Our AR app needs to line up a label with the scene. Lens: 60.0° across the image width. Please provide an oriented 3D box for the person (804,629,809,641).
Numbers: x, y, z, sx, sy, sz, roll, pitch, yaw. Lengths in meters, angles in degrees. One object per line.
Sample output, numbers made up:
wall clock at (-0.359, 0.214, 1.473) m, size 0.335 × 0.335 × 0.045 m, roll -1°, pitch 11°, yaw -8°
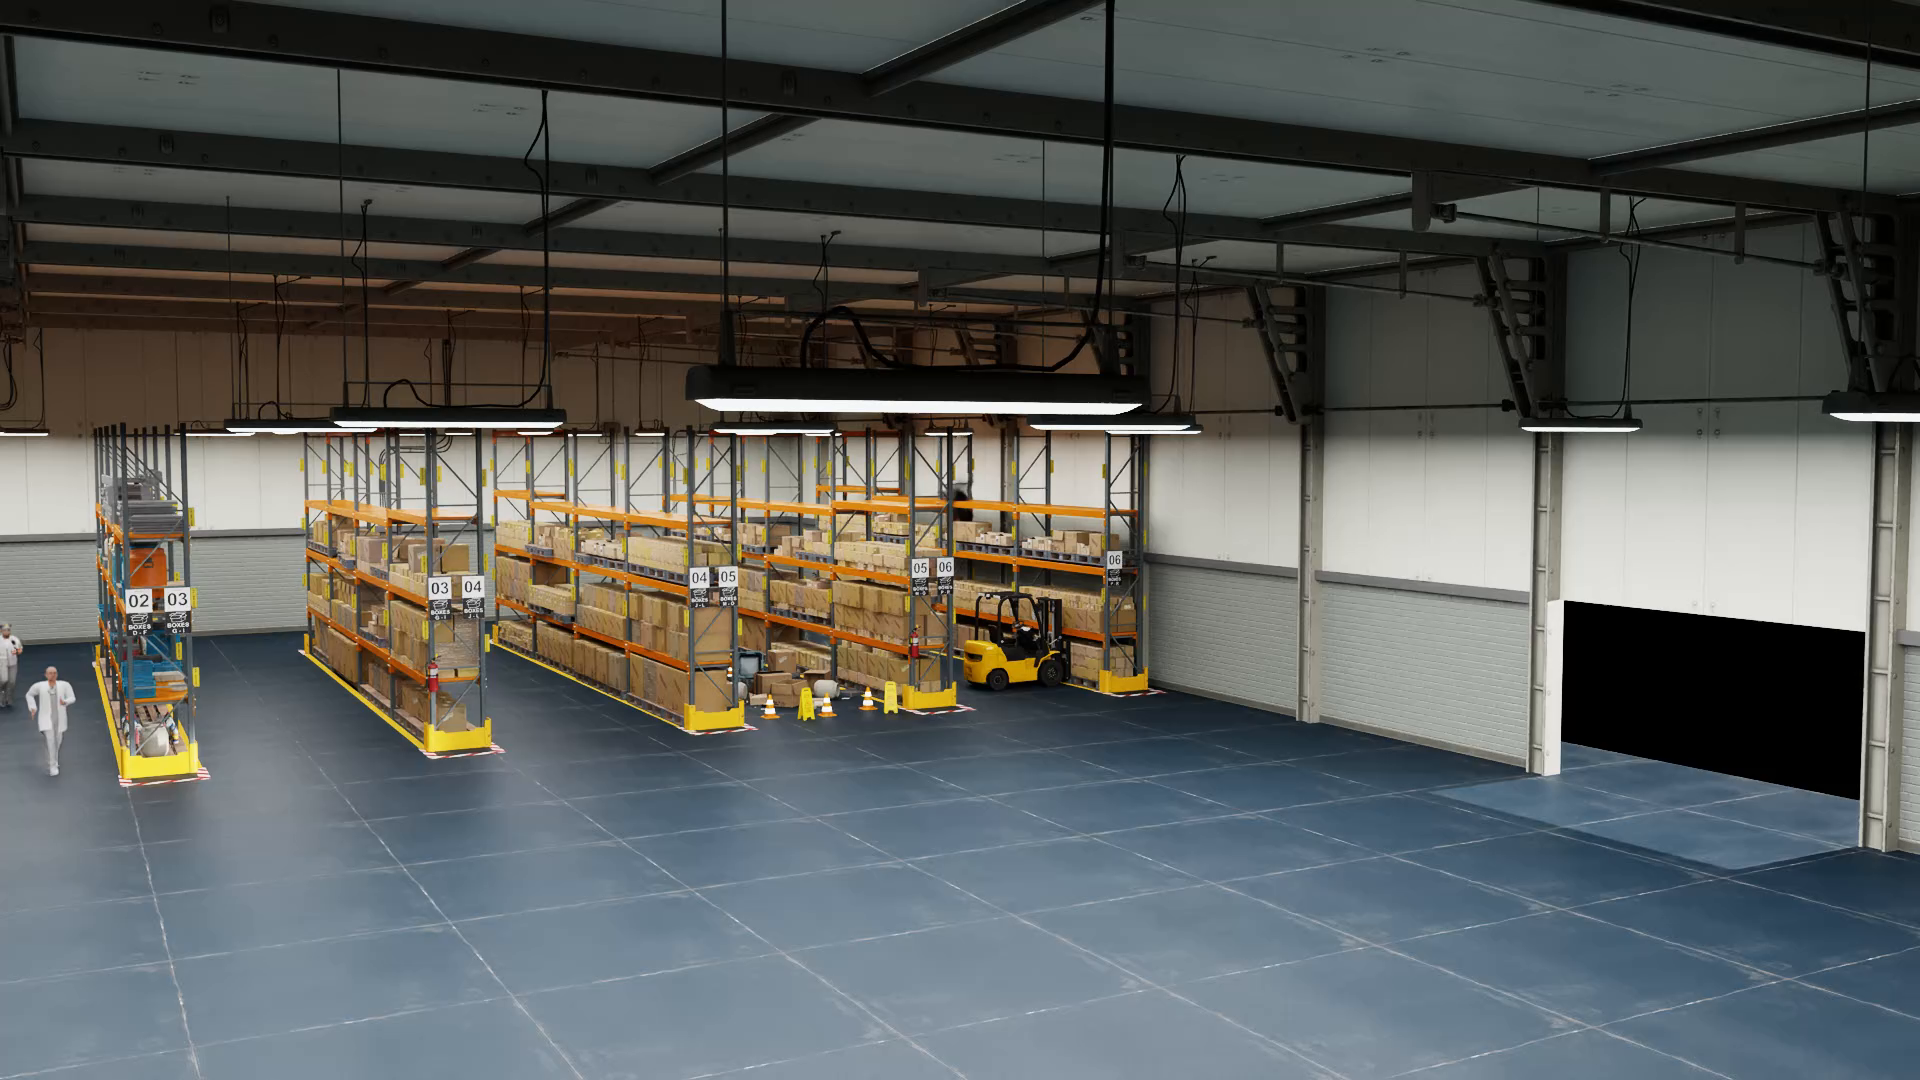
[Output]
person at (-4.454, 2.094, 46.811) m, size 0.509 × 1.578 × 0.639 m, roll -3°, pitch 4°, yaw -37°

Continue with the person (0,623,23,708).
person at (-20.437, 2.687, 35.646) m, size 0.633 × 1.814 × 0.723 m, roll -3°, pitch 5°, yaw -44°

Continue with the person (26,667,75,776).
person at (-15.596, 3.075, 28.577) m, size 0.693 × 1.804 × 0.979 m, roll -3°, pitch 5°, yaw -43°
